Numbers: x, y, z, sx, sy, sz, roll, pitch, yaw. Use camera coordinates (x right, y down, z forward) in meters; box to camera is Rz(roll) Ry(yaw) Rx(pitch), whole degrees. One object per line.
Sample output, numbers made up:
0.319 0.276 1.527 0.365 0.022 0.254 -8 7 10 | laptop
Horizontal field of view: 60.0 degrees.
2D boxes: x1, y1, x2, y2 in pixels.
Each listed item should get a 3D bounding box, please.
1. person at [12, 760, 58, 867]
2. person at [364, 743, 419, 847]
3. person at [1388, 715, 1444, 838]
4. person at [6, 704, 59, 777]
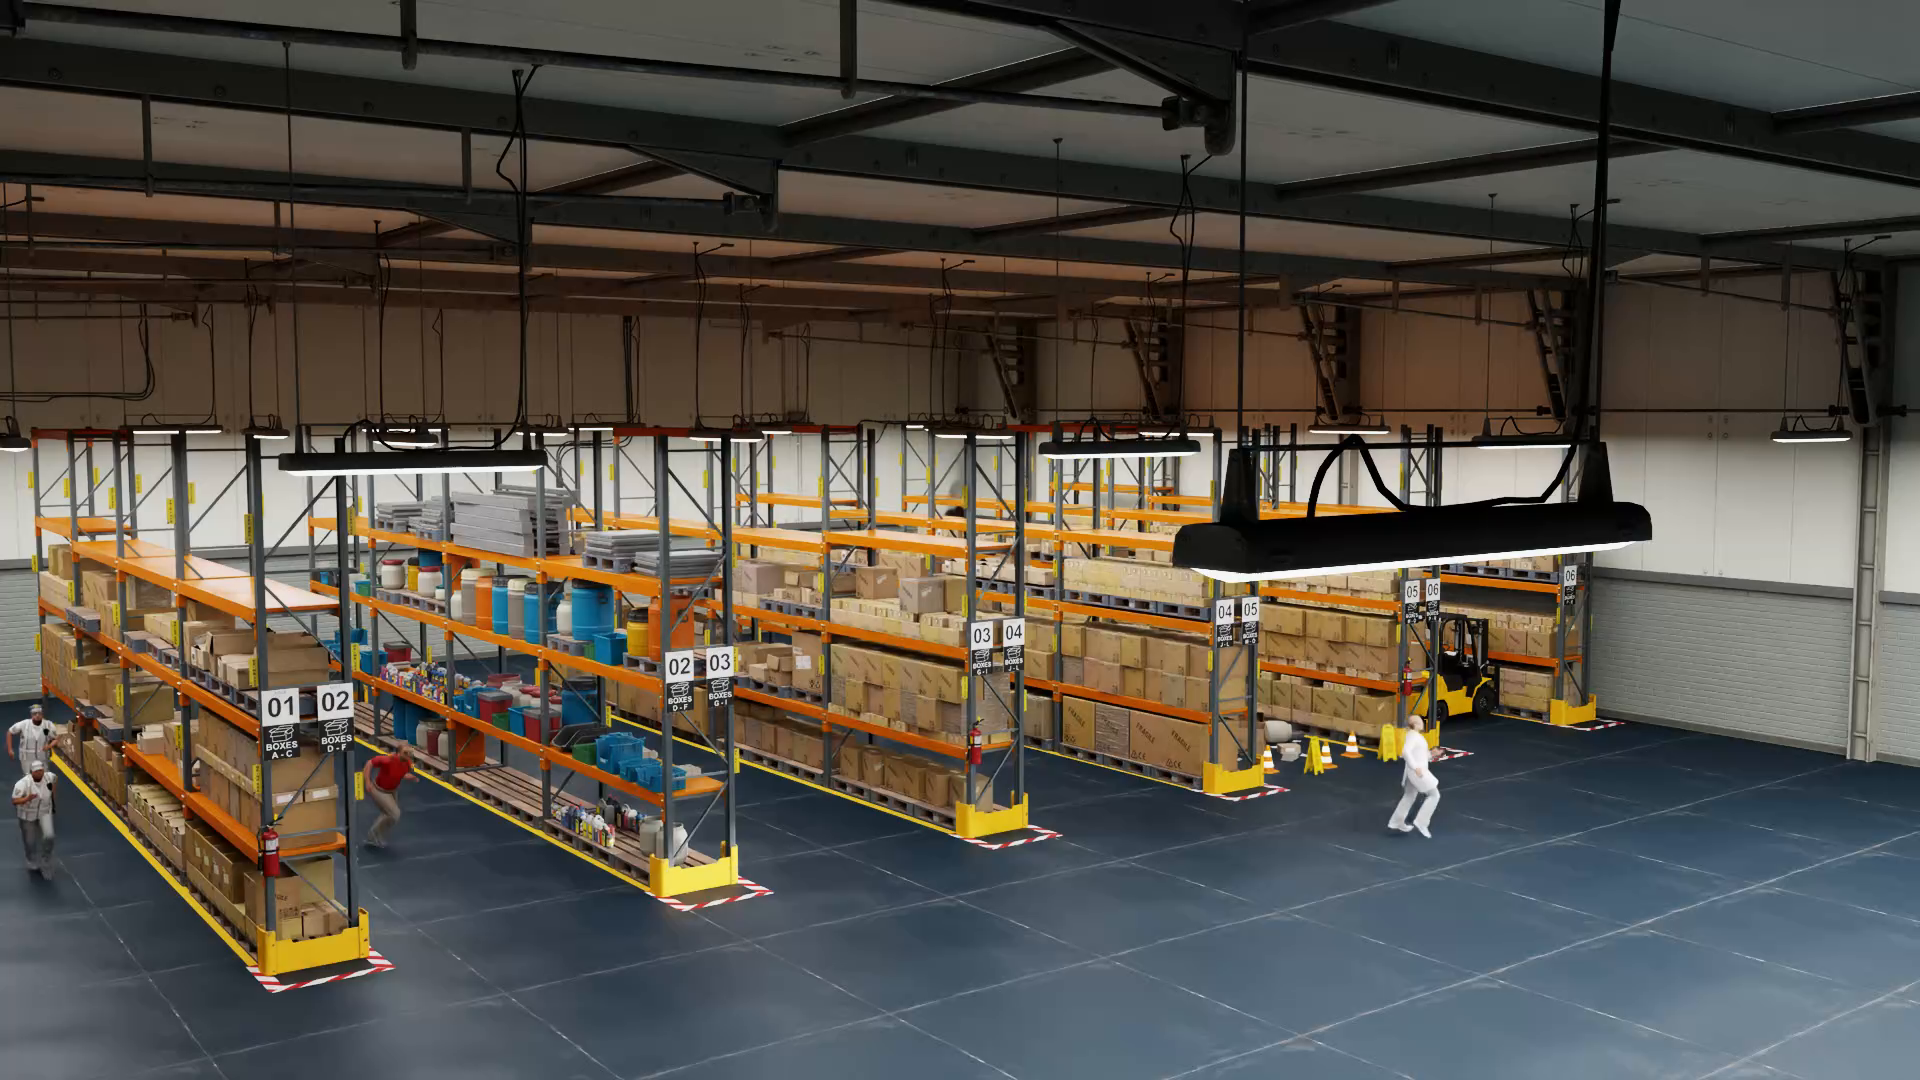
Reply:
-12.474 3.689 22.451 0.593 1.494 0.868 -3 6 -36 | person
-8.223 3.669 23.898 0.945 1.552 0.698 2 5 21 | person
6.788 3.512 24.708 0.804 1.828 0.673 0 4 -3 | person
-14.502 3.426 26.066 0.706 1.733 0.657 -3 6 -36 | person
